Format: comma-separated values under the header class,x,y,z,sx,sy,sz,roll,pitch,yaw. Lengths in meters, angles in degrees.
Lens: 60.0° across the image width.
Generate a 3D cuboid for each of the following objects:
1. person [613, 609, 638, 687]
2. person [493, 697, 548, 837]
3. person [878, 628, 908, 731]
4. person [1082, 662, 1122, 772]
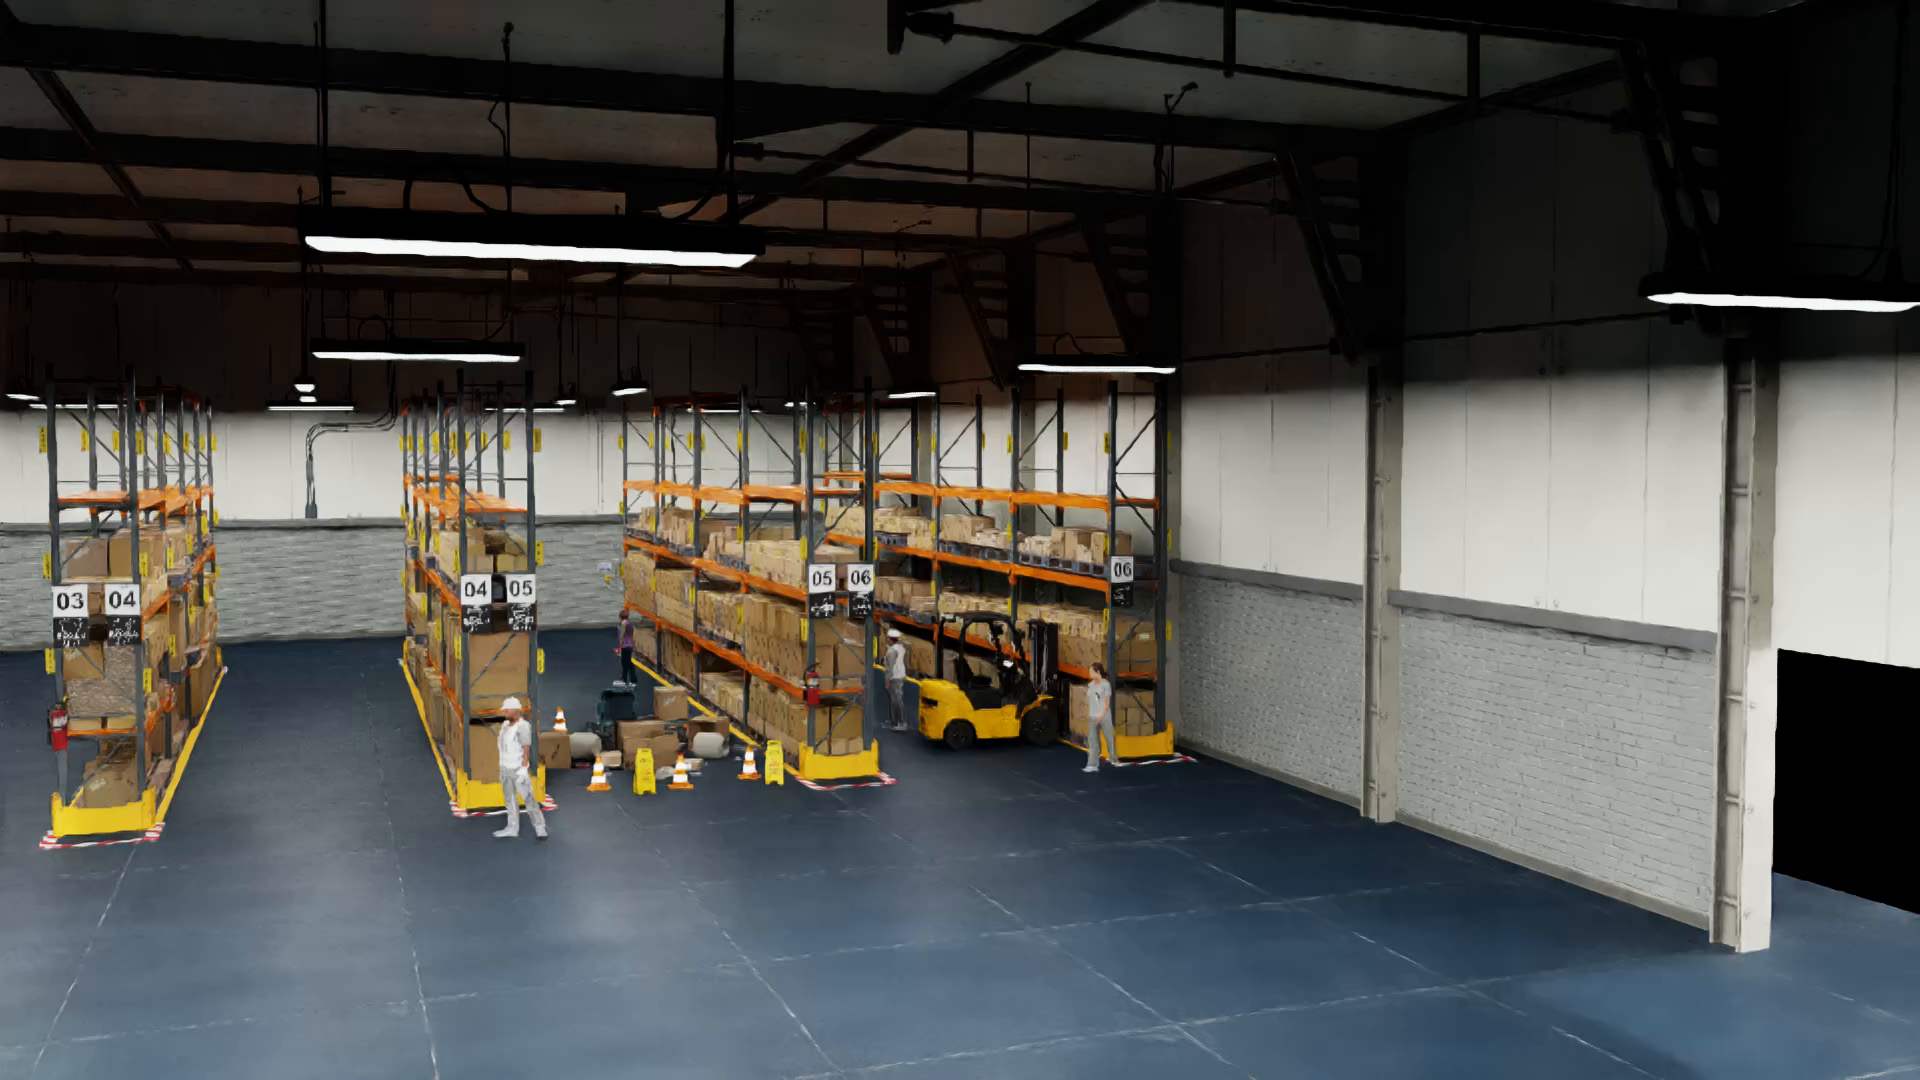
class,x,y,z,sx,sy,sz,roll,pitch,yaw
person,-6.879,2.198,34.121,0.540,1.587,0.512,0,3,-1
person,-5.583,2.884,21.121,0.748,1.785,0.478,3,4,40
person,-1.172,2.408,28.974,0.576,1.768,0.626,1,3,10
person,2.167,2.690,25.400,0.486,1.664,0.699,3,4,40
